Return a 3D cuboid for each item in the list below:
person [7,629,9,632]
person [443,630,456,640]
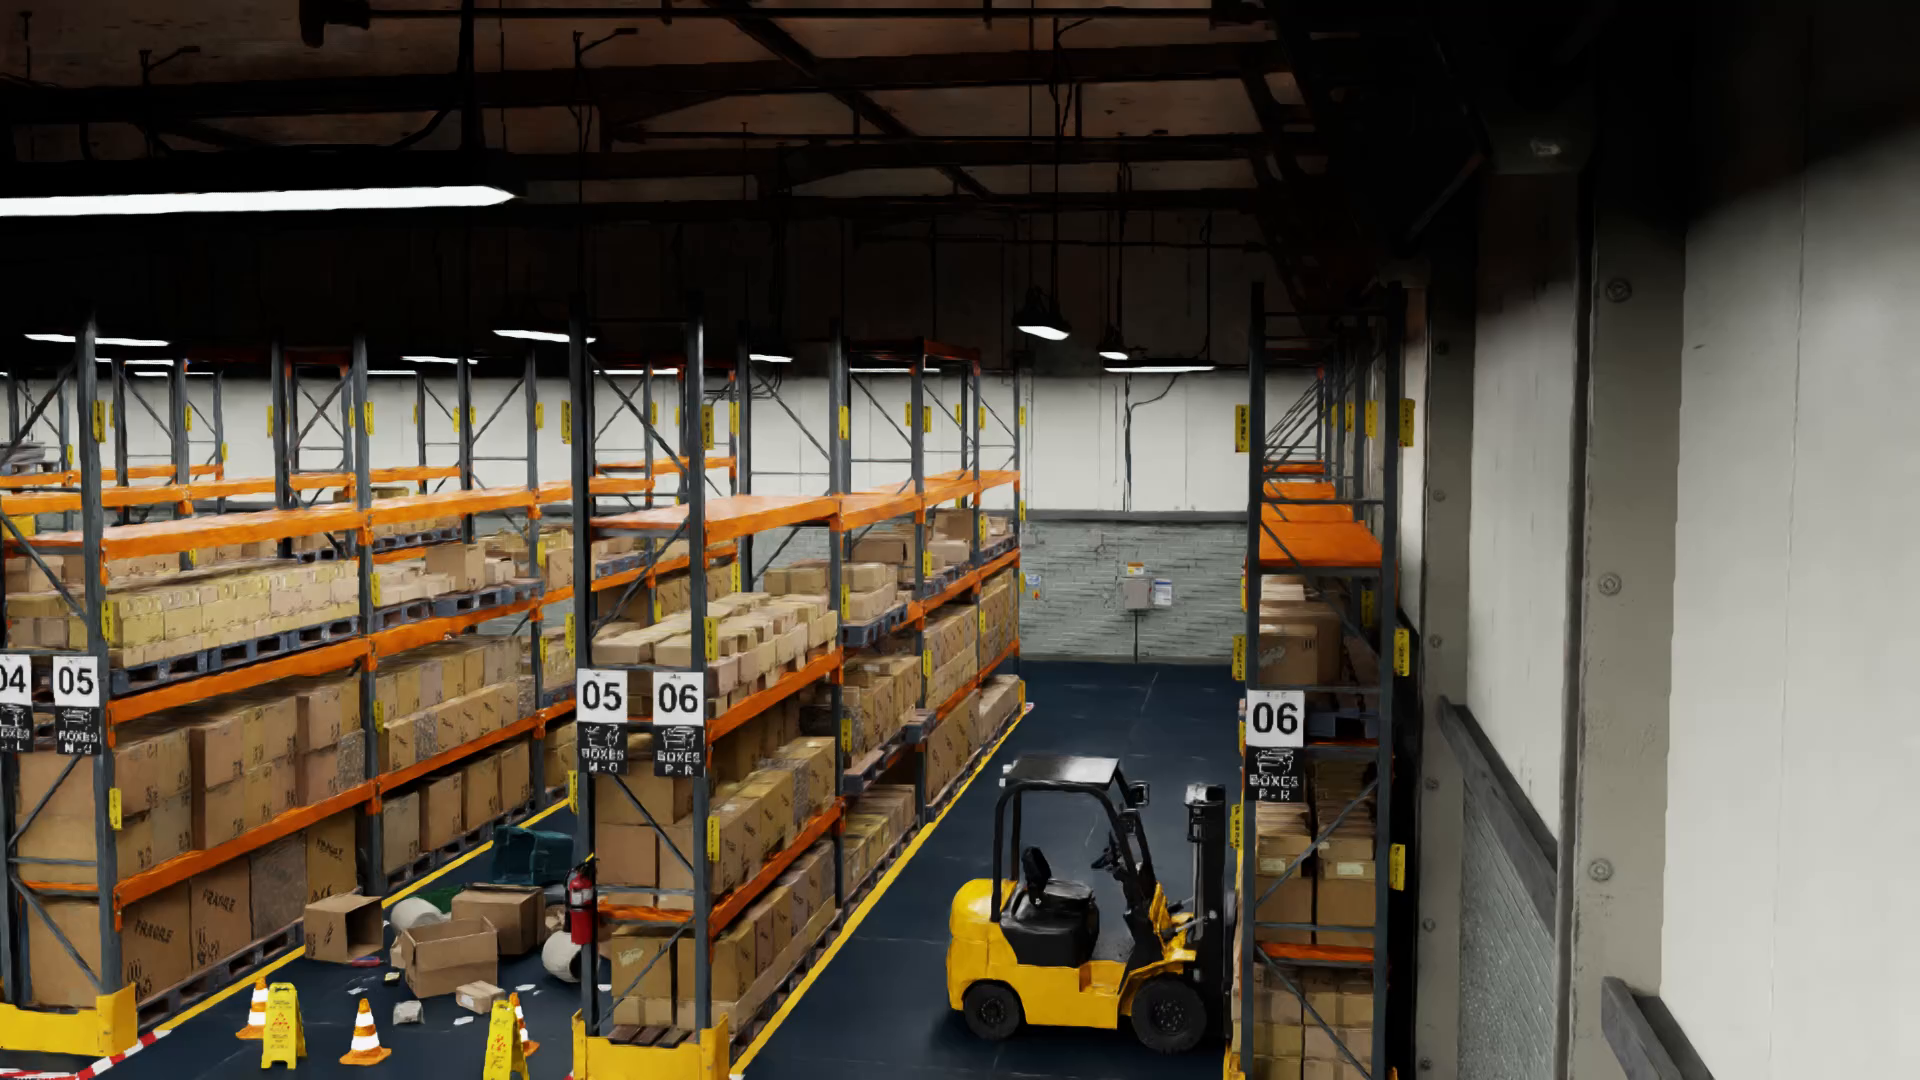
[{"bbox_3d":[-17.512,1.922,30.891,0.566,1.535,0.519,1,5,7],"label":"person"},{"bbox_3d":[-8.153,2.212,26.658,0.446,1.588,1.097,1,5,13],"label":"person"}]
